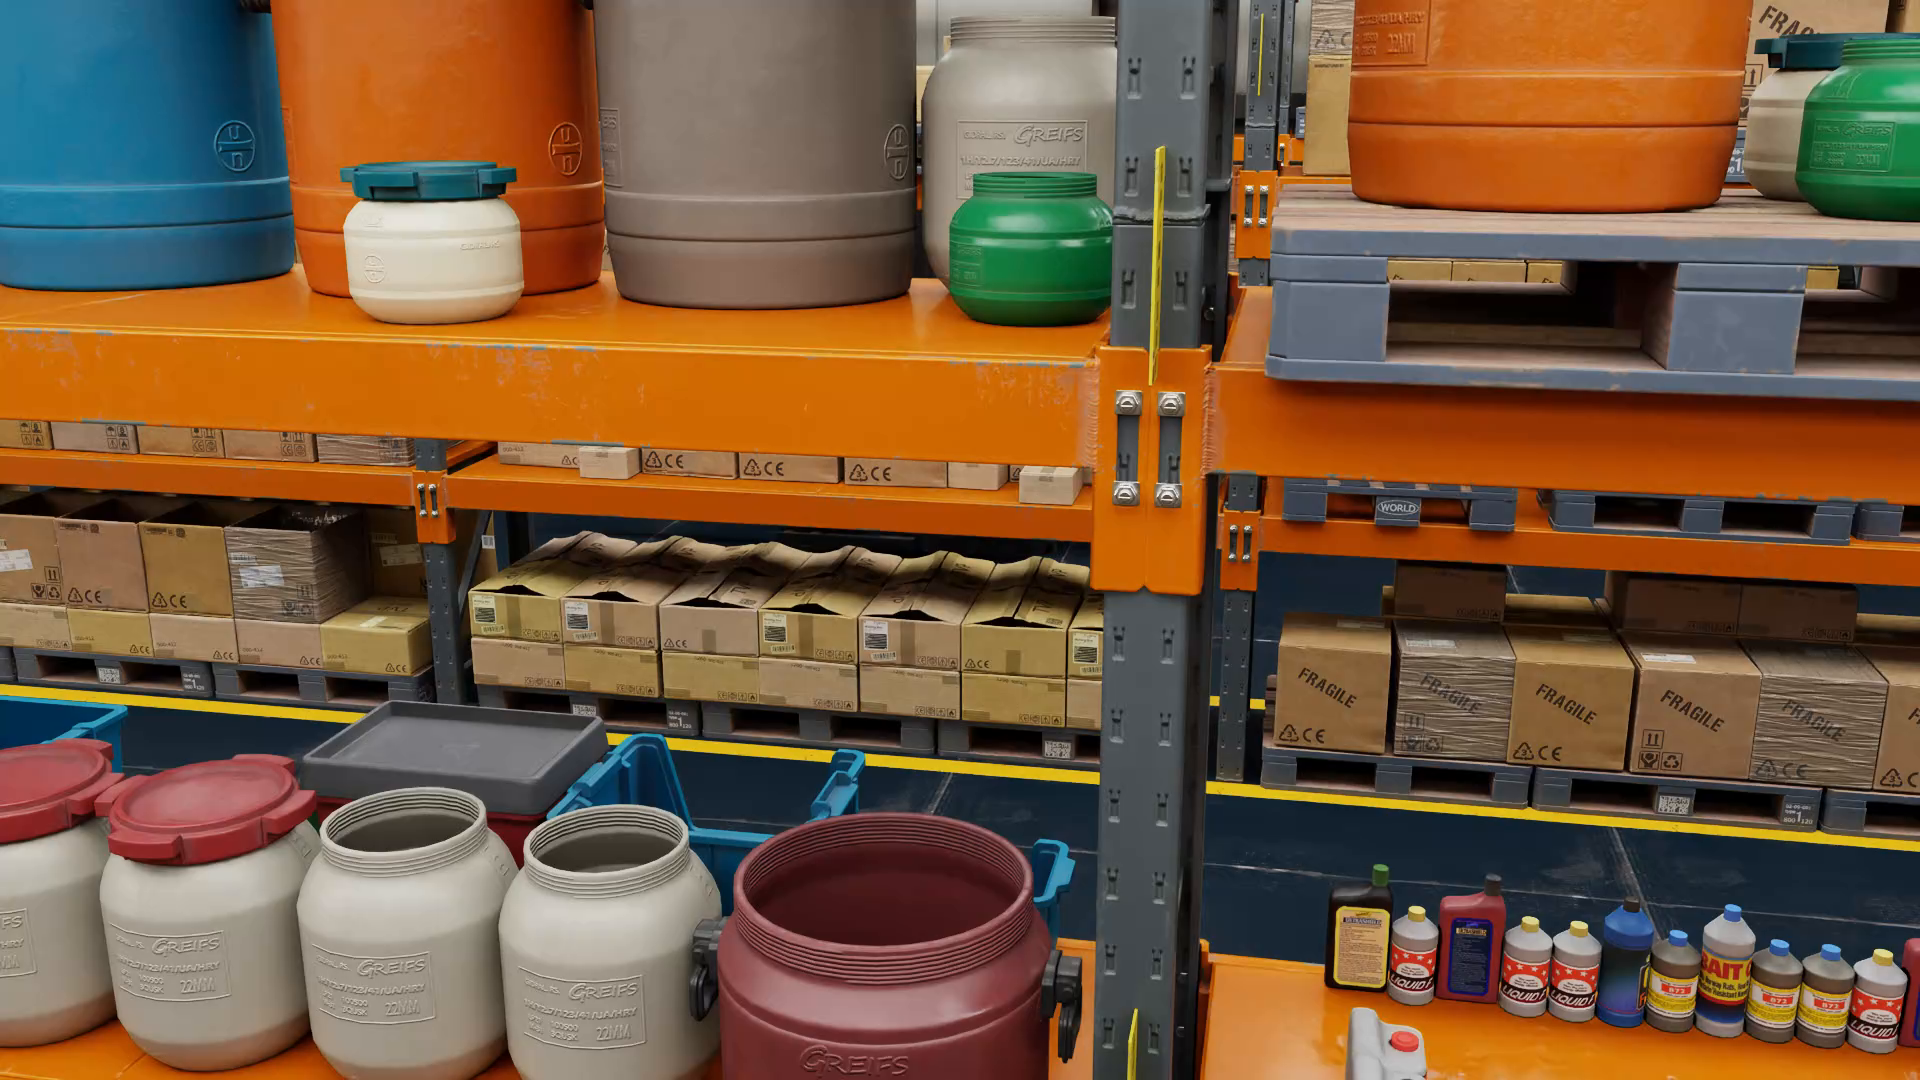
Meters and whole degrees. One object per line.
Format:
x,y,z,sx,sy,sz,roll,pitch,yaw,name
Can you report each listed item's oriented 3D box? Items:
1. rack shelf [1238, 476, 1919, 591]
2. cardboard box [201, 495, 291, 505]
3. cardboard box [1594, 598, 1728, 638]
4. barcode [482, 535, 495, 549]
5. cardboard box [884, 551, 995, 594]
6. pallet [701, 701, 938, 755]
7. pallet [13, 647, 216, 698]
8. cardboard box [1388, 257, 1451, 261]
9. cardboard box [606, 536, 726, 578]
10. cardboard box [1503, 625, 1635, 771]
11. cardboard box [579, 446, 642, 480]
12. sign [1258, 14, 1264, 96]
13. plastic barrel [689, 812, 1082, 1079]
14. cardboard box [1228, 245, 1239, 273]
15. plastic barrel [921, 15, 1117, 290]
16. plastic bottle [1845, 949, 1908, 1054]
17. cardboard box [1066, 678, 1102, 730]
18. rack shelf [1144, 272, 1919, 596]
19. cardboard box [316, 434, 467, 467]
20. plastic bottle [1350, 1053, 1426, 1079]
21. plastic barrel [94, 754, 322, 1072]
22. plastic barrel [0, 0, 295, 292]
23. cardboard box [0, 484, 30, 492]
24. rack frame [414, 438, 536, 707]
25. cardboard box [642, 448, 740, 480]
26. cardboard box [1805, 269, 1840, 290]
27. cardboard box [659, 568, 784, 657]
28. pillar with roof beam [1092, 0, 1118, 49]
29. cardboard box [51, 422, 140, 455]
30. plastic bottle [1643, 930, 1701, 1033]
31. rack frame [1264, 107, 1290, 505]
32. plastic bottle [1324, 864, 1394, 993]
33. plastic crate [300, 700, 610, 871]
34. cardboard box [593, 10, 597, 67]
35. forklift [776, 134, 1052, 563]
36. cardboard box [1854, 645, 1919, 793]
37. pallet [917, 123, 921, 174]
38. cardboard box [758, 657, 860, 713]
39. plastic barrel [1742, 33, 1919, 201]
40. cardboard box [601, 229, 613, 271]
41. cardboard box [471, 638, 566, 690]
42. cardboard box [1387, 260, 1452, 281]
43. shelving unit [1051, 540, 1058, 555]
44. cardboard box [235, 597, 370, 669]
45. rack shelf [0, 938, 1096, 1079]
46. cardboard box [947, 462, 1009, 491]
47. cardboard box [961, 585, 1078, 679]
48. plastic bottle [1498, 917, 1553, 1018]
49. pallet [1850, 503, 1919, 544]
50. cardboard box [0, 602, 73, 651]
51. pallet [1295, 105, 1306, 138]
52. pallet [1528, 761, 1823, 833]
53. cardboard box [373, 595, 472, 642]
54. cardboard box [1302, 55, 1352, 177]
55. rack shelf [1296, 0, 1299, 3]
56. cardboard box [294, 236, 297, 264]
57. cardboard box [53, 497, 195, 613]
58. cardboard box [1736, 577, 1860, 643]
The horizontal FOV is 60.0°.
3.331,0.024,7.636,4.000,0.370,1.077,3,16,11,rack shelf
-3.921,-0.041,9.479,0.500,0.500,0.500,3,16,11,cardboard box
3.357,0.605,8.046,0.500,0.500,0.500,3,16,9,cardboard box
-2.382,0.010,8.396,0.075,0.075,0.001,3,16,11,barcode
-0.100,0.265,8.731,0.500,0.311,0.500,3,16,10,cardboard box
-0.620,0.795,8.727,1.213,0.211,1.003,3,16,11,pallet
-4.519,0.584,9.488,1.213,0.211,1.003,3,16,11,pallet
3.275,-2.168,12.014,0.500,0.250,0.500,3,16,10,cardboard box
-1.584,0.183,9.027,0.500,0.311,0.500,4,16,13,cardboard box
2.764,0.716,7.645,0.500,0.500,0.500,3,16,10,cardboard box
-1.722,-0.421,8.362,0.250,0.149,0.380,3,16,11,cardboard box
1.252,-2.018,6.921,0.005,0.325,0.100,3,16,11,sign
-0.135,0.855,3.031,0.708,0.536,0.600,3,16,11,plastic barrel
1.892,-2.008,12.611,0.500,0.500,0.700,1,16,5,cardboard box
0.137,-0.730,3.180,0.421,0.512,0.421,0,15,0,plastic barrel
1.865,0.931,3.384,0.097,0.201,0.097,0,15,0,plastic bottle
0.806,0.729,8.105,0.500,0.250,0.500,3,16,12,cardboard box
2.340,-0.126,2.558,4.000,0.370,1.077,3,16,11,rack shelf
-2.985,-0.712,8.758,0.500,0.500,0.700,3,16,10,cardboard box
0.740,1.033,2.875,0.135,0.276,0.152,3,16,11,plastic bottle
-1.503,0.758,3.382,0.433,0.535,0.433,0,15,0,plastic barrel
-1.716,-0.994,3.403,0.708,0.901,0.600,3,16,11,plastic barrel
-5.884,-0.143,9.849,0.500,0.500,0.500,3,16,11,cardboard box
-2.549,-0.642,8.692,0.127,3.000,1.000,3,16,11,rack frame
-1.284,-0.617,8.414,0.500,0.500,0.500,4,16,15,cardboard box
5.771,-1.673,11.629,0.500,0.500,0.500,3,16,10,cardboard box
-1.197,0.353,8.414,0.500,0.311,0.500,3,16,9,cardboard box
0.395,-3.786,8.803,0.400,9.000,9.100,3,16,11,pillar with roof beam
-4.496,-0.793,9.050,0.500,0.500,0.700,4,16,13,cardboard box
1.483,0.910,3.458,0.097,0.201,0.097,0,15,0,plastic bottle
2.354,-1.726,12.603,0.127,3.000,1.000,3,16,11,rack frame
0.861,0.832,3.587,0.133,0.283,0.061,3,16,11,plastic bottle
-1.143,0.669,3.837,0.583,0.464,0.402,3,16,11,plastic crate
-1.953,-2.536,8.000,0.500,0.500,0.500,3,16,12,cardboard box
-0.820,-1.440,11.701,3.031,2.935,1.130,3,16,12,forklift
4.267,0.796,7.357,0.500,0.500,0.500,3,16,11,cardboard box
-0.409,-1.856,7.806,1.213,0.211,1.003,4,16,14,pallet
-0.696,0.648,8.397,0.500,0.250,0.500,3,16,12,cardboard box
1.460,-0.697,2.741,0.301,0.262,0.301,0,15,0,plastic barrel
-2.581,-2.206,13.177,0.500,0.500,0.500,3,16,11,cardboard box
-2.203,0.567,8.691,0.500,0.250,0.500,3,16,10,cardboard box
3.291,-1.804,12.102,0.500,0.500,0.500,4,16,13,cardboard box
1.203,-0.653,11.542,1.048,1.500,0.538,3,16,12,shelving unit
-3.535,0.484,8.991,0.500,0.250,0.500,3,16,11,cardboard box
-1.580,1.106,3.727,4.000,0.370,1.077,3,16,11,rack shelf
0.110,-0.362,8.149,0.250,0.149,0.380,4,16,15,cardboard box
0.298,0.434,8.121,0.500,0.311,0.500,3,16,10,cardboard box
1.197,0.895,3.515,0.097,0.201,0.097,0,15,0,plastic bottle
4.529,-0.195,7.438,1.213,0.211,1.003,3,16,11,pallet
-5.007,0.407,9.269,0.500,0.250,0.500,3,16,11,cardboard box
2.996,-3.060,12.154,1.003,0.211,1.213,4,16,14,pallet
3.287,1.029,7.880,1.213,0.211,1.003,3,16,11,pallet
-2.943,0.376,9.378,0.500,0.250,0.500,3,16,11,cardboard box
1.805,-1.909,7.458,0.500,0.500,0.910,3,16,11,cardboard box
4.314,-3.971,11.567,4.000,0.370,1.077,3,16,11,rack shelf
-3.481,-1.364,8.680,0.500,0.500,0.700,3,16,11,cardboard box
-4.518,0.073,9.067,0.500,0.500,0.500,3,16,11,cardboard box
3.885,0.272,7.845,0.500,0.250,0.500,3,16,11,cardboard box
